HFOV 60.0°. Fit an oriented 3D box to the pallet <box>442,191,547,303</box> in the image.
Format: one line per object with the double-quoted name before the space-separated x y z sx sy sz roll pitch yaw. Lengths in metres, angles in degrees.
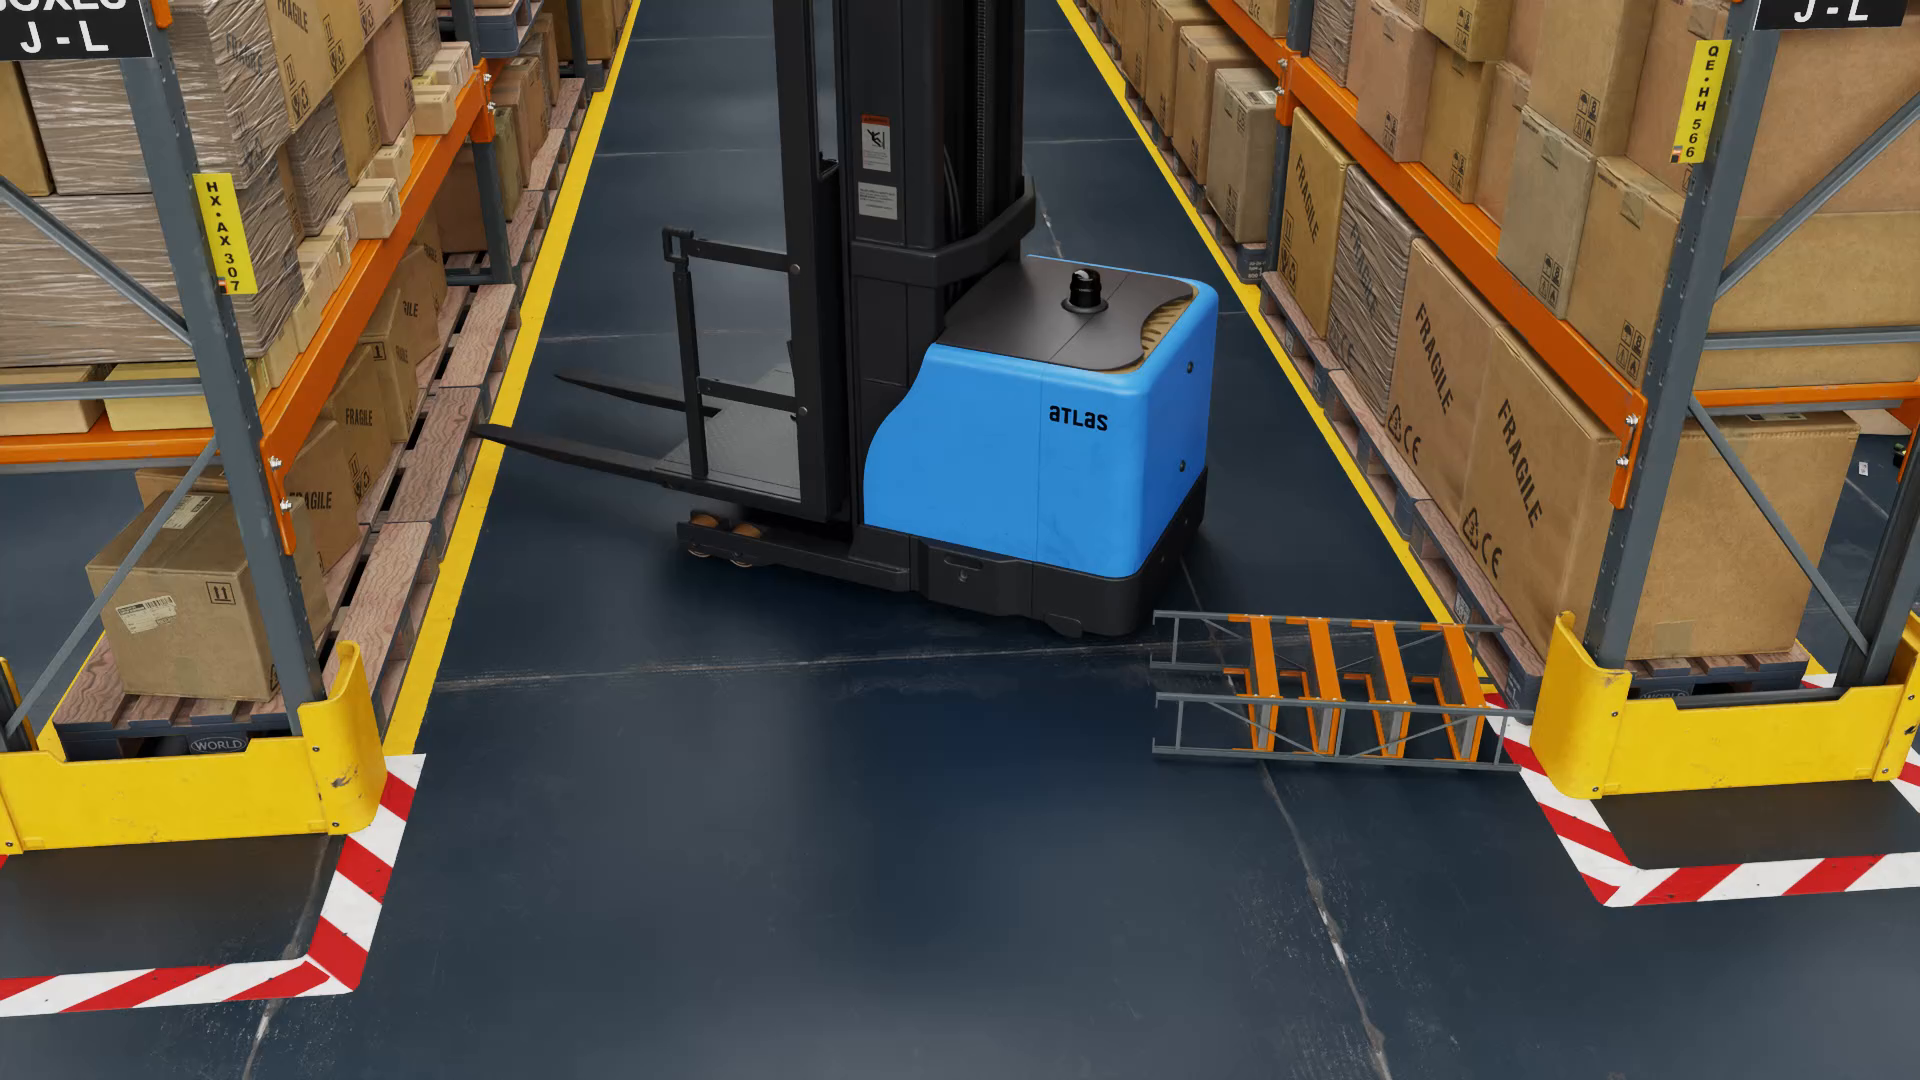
"pallet" -2.891 -1.634 9.281 1.003 0.211 1.213 -3 31 -5

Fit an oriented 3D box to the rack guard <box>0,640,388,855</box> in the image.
"rack guard" -2.450 0.642 5.187 1.175 0.500 0.348 -3 31 -5

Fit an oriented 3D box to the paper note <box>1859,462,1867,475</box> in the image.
"paper note" 3.946 -0.312 7.263 0.032 0.001 0.123 13 33 21

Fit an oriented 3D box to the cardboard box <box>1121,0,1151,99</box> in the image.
"cardboard box" 1.725 -3.562 11.572 1.050 0.750 0.750 -3 31 -5

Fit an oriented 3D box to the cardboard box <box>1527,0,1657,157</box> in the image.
"cardboard box" 2.366 -1.574 5.260 0.875 0.550 0.550 -3 31 -5

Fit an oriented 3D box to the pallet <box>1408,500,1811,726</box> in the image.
"pallet" 2.352 0.215 6.185 1.003 0.211 1.213 -3 31 -5

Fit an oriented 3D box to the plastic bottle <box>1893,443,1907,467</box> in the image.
"plastic bottle" 4.187 -0.342 7.263 0.133 0.061 0.283 -14 33 -22

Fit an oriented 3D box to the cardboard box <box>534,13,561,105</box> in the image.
"cardboard box" -3.108 -3.251 11.276 0.700 0.500 0.500 -4 31 -7

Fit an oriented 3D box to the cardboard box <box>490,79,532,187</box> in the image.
"cardboard box" -2.931 -2.394 9.842 0.700 0.500 0.500 -5 31 -9

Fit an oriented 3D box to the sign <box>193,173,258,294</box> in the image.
"sign" -1.903 -0.790 4.303 0.100 0.325 0.005 -3 31 -5

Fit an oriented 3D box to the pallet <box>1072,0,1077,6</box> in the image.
"pallet" 1.458 -5.110 15.099 1.003 0.211 1.213 -3 31 -5

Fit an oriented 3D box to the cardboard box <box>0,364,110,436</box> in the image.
"cardboard box" -2.675 -0.420 4.773 0.380 0.149 0.250 -3 31 -5

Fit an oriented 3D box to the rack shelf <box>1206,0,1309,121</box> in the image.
"rack shelf" 1.944 -3.333 10.106 1.077 0.370 4.000 -3 31 -5

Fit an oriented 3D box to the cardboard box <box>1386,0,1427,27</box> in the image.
"cardboard box" 2.212 -2.401 6.645 0.875 0.550 0.550 -3 31 -5

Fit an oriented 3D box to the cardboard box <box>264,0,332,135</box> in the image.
"cardboard box" -2.263 -1.541 5.043 0.500 0.500 0.500 -3 31 -5

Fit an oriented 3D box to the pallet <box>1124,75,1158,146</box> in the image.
"pallet" 1.756 -3.059 11.666 1.003 0.211 1.213 -3 31 -5

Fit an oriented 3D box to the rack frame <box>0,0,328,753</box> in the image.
"rack frame" -2.443 -0.392 4.481 1.000 3.000 0.127 -3 31 -5

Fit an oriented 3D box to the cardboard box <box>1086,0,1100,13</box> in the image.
"cardboard box" 1.325 -4.628 13.600 0.500 0.500 0.500 -4 31 -7

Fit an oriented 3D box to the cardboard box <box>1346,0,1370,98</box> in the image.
"cardboard box" 2.251 -2.217 7.390 0.875 0.550 0.550 -3 31 -5

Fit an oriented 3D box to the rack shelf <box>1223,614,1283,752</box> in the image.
"rack shelf" 0.990 0.490 5.643 0.148 0.258 0.480 2 31 4

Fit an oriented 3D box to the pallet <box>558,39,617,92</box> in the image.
"pallet" -3.189 -3.685 12.714 1.003 0.211 1.213 -3 31 -5

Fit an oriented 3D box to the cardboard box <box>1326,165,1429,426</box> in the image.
"cardboard box" 2.208 -1.104 7.335 0.875 0.875 0.875 -3 31 -4

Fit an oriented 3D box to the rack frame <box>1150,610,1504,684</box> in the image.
"rack frame" 1.275 0.376 5.834 1.200 0.240 0.015 2 31 4

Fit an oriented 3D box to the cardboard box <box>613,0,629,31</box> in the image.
"cardboard box" -3.310 -4.553 13.110 1.225 0.875 0.875 -3 31 -4

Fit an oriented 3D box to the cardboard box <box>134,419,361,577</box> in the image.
"cardboard box" -2.575 -0.122 6.058 0.500 0.500 0.500 5 31 8

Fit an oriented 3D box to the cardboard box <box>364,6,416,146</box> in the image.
"cardboard box" -2.677 -1.865 6.559 0.875 0.500 0.500 -3 31 -5

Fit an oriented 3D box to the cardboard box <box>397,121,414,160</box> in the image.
"cardboard box" -2.436 -1.590 6.732 0.380 0.149 0.250 -3 31 -5

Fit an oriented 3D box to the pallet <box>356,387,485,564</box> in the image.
"pallet" -2.602 -0.272 6.999 1.003 0.211 1.213 -3 31 -5

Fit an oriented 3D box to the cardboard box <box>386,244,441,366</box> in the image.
"cardboard box" -2.758 -1.043 7.599 0.500 0.500 0.500 7 32 11

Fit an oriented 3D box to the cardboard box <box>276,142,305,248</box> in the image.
"cardboard box" -2.633 -1.094 5.269 0.875 0.500 0.500 -3 31 -5

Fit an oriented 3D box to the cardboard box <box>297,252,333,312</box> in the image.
"cardboard box" -2.289 -0.825 5.450 0.380 0.149 0.250 -3 31 -5

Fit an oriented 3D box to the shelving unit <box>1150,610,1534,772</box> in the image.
"shelving unit" 1.255 0.501 5.625 1.200 0.258 0.503 2 31 4

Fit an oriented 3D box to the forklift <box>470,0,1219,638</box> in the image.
"forklift" -0.573 -1.385 6.210 3.031 2.935 1.130 12 33 20

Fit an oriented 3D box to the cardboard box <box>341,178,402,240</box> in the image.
"cardboard box" -2.276 -1.212 6.098 0.380 0.149 0.250 -3 31 -5

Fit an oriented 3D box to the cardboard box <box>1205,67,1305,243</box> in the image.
"cardboard box" 1.984 -2.147 9.204 1.050 0.750 0.750 -3 31 -5

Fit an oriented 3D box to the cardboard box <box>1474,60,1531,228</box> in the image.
"cardboard box" 2.425 -1.401 6.025 0.875 0.550 0.550 -3 31 -5

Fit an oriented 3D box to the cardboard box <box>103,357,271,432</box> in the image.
"cardboard box" -2.232 -0.441 4.808 0.380 0.149 0.250 -3 31 -5

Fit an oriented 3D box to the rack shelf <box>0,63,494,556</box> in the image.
"rack shelf" -2.630 -1.104 6.375 1.077 0.370 4.000 -3 31 -5

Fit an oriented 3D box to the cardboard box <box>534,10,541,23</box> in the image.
"cardboard box" -3.098 -3.573 11.085 0.500 0.250 0.500 -2 31 -3

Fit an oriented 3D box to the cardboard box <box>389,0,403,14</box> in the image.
"cardboard box" -2.407 -2.307 6.325 0.500 0.500 0.500 -3 31 -5

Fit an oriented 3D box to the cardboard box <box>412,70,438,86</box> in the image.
"cardboard box" -2.526 -1.972 7.371 0.380 0.149 0.250 -3 31 -5
